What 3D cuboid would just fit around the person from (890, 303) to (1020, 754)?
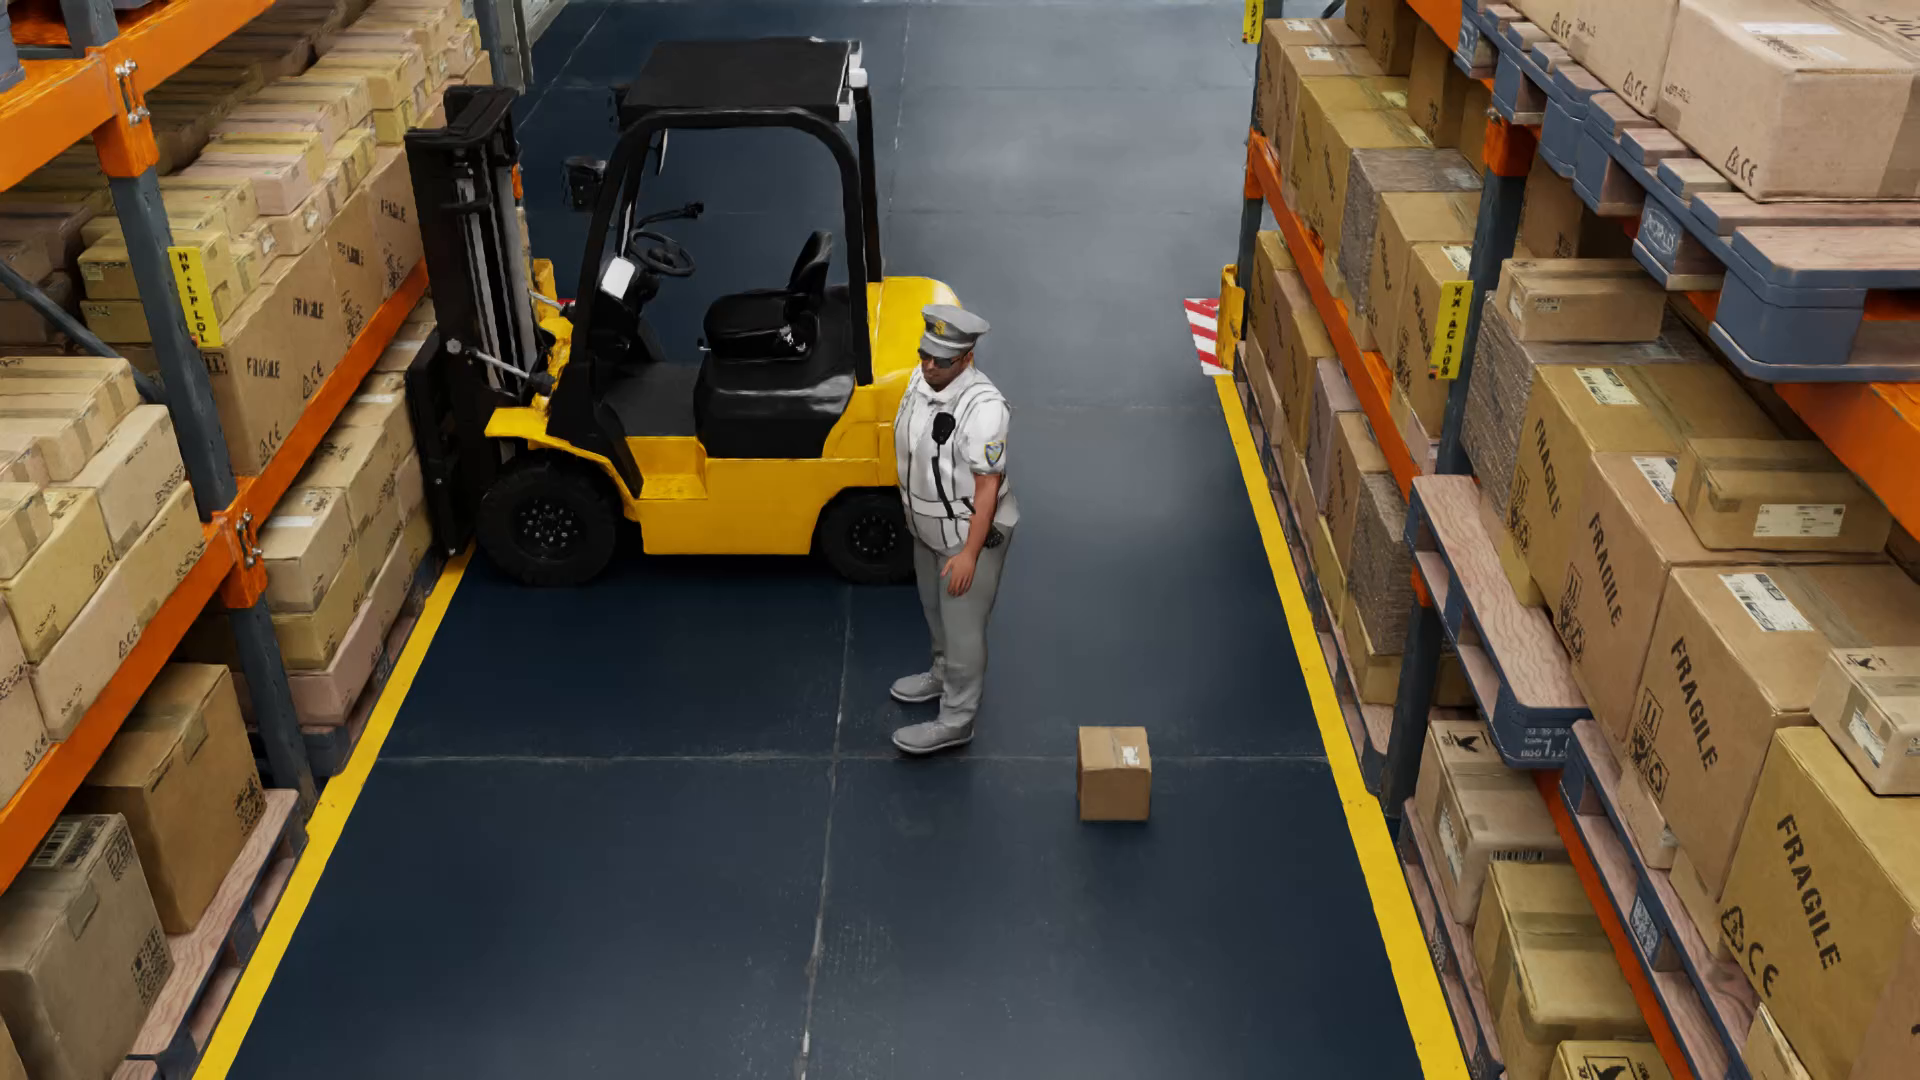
[{"bbox_3d":[-0.104,-0.045,6.155,0.521,1.769,0.590,-19,36,-28],"label":"person"}]
